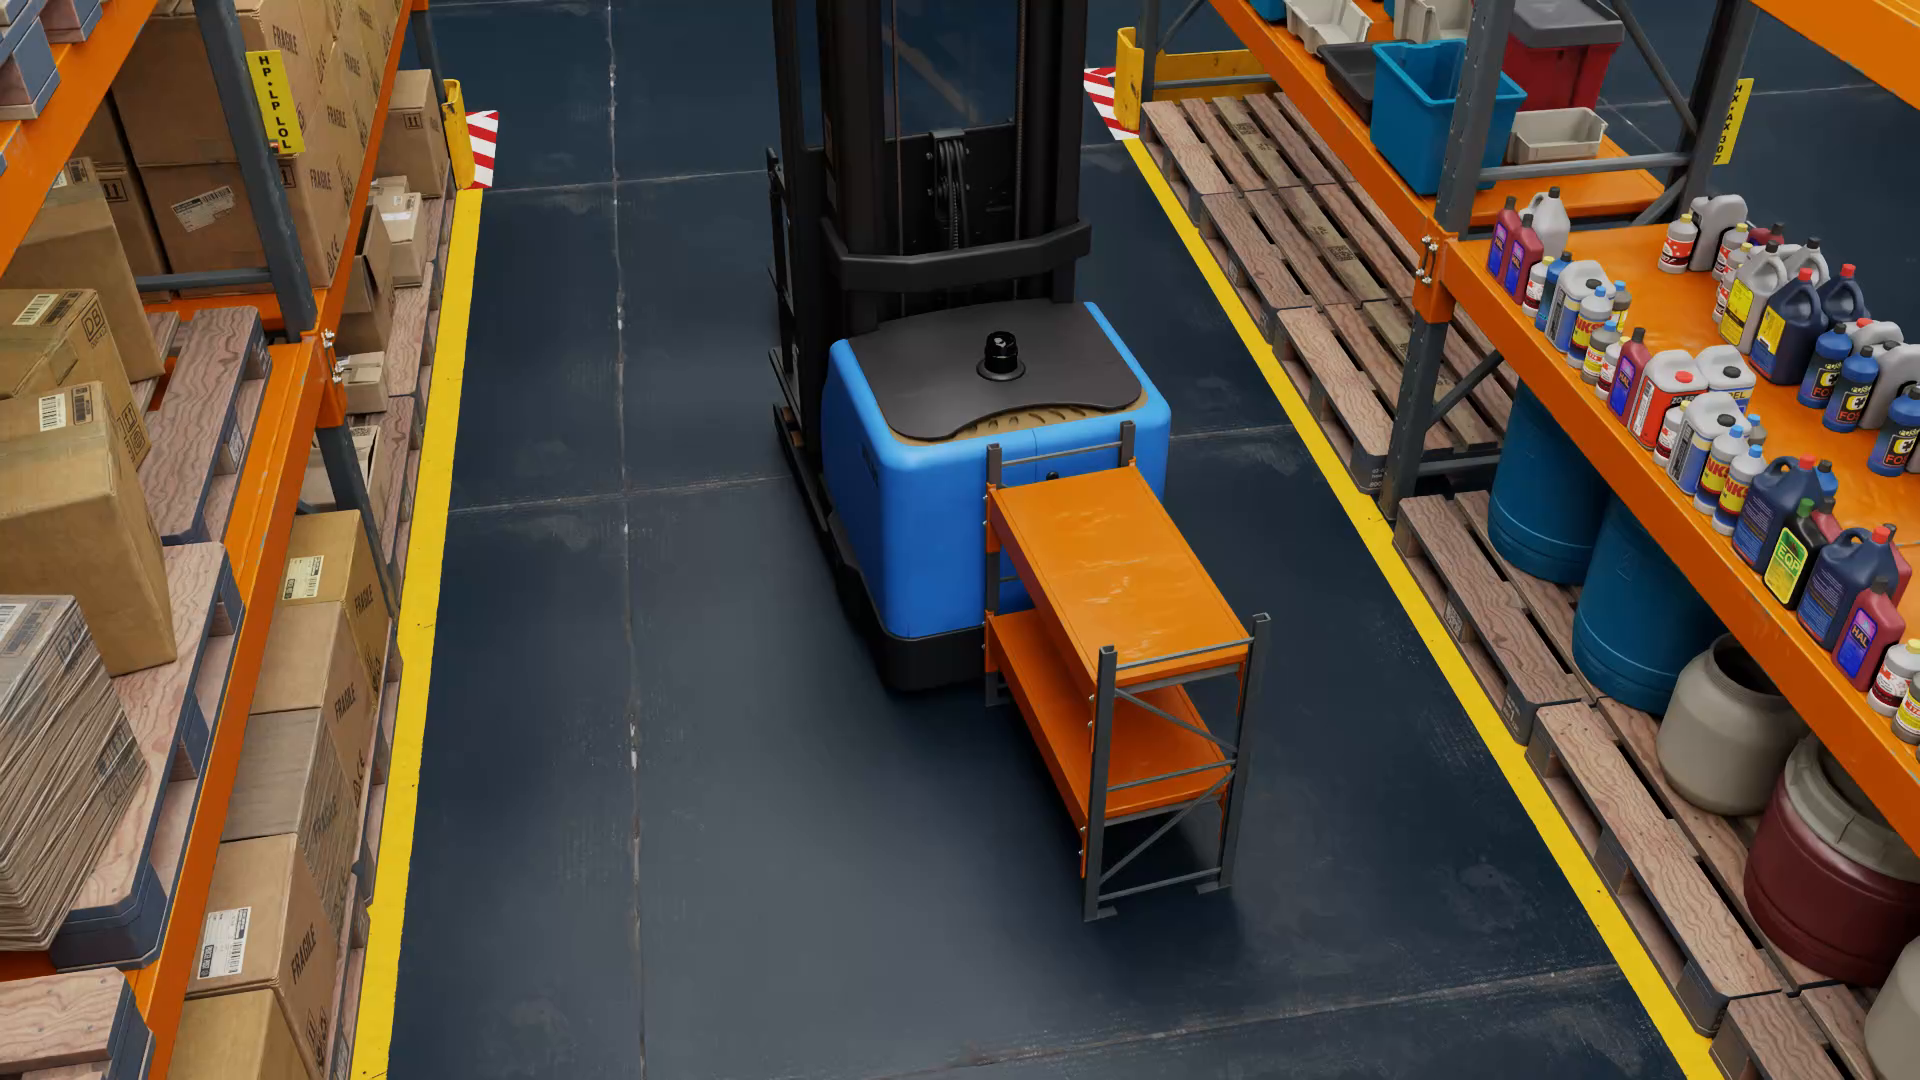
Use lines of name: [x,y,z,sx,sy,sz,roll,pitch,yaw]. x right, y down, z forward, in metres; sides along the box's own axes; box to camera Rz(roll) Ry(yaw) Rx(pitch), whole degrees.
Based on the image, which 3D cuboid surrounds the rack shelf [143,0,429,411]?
rack shelf: [-2.985,-1.739,7.130,1.077,0.370,4.000,-6,38,-8]

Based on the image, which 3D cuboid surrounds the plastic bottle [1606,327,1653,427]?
plastic bottle: [2.043,-0.496,5.039,0.061,0.283,0.133,-6,38,-8]

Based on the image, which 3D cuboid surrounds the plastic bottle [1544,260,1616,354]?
plastic bottle: [2.013,-0.755,5.378,0.152,0.276,0.135,-6,38,-8]

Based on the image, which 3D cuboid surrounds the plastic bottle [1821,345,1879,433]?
plastic bottle: [2.687,-0.461,5.003,0.097,0.271,0.097,0,38,0]

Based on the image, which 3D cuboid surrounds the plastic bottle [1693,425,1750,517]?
plastic bottle: [2.145,-0.202,4.670,0.097,0.271,0.097,0,38,0]

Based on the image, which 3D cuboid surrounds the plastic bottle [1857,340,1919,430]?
plastic bottle: [2.806,-0.487,5.033,0.152,0.276,0.135,-6,38,-8]

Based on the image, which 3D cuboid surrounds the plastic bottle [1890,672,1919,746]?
plastic bottle: [2.308,0.386,3.970,0.097,0.201,0.097,0,38,0]

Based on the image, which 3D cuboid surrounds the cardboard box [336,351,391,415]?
cardboard box: [-2.657,-0.668,7.116,0.380,0.166,0.250,-6,38,-8]

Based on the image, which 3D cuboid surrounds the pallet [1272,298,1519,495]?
pallet: [2.076,-0.685,7.459,1.003,0.211,1.213,-6,38,-8]

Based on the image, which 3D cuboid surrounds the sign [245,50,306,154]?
sign: [-2.089,-1.334,5.079,0.100,0.325,0.005,-6,38,-8]

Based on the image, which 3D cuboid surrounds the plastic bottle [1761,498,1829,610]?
plastic bottle: [2.197,0.035,4.355,0.061,0.283,0.133,-6,38,-8]

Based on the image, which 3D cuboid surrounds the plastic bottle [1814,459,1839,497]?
plastic bottle: [2.321,-0.100,4.539,0.097,0.271,0.097,0,38,0]

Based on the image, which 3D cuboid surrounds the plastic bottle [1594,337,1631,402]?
plastic bottle: [2.041,-0.535,5.156,0.097,0.201,0.097,0,38,0]

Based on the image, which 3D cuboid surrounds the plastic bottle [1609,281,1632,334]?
plastic bottle: [2.133,-0.750,5.433,0.097,0.201,0.097,0,38,0]

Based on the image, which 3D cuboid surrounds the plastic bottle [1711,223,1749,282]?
plastic bottle: [2.677,-0.997,5.750,0.097,0.201,0.097,0,38,0]

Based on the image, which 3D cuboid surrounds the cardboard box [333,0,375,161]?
cardboard box: [-2.634,-1.803,6.545,0.500,0.500,0.500,-6,38,-8]

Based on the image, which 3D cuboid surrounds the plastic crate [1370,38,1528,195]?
plastic crate: [1.825,-1.609,6.340,0.392,0.384,0.575,-6,38,-8]

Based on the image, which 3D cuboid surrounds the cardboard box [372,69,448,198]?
cardboard box: [-2.998,-2.116,8.708,0.500,0.500,0.500,-6,38,-8]

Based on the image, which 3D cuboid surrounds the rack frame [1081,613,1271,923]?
rack frame: [0.623,0.701,4.931,0.500,1.125,0.032,-11,39,-13]

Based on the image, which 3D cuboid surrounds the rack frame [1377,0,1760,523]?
rack frame: [2.243,-1.346,6.037,1.000,3.000,0.127,-6,38,-8]

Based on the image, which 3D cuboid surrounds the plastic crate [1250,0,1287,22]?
plastic crate: [1.544,-2.558,7.686,0.416,0.233,0.300,-6,38,-8]

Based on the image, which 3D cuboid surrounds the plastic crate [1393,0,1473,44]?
plastic crate: [2.156,-2.265,7.268,0.437,0.282,0.530,-6,38,-8]

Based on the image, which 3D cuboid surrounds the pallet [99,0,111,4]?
pallet: [-2.589,-1.524,3.975,1.213,0.211,1.003,-6,38,-8]

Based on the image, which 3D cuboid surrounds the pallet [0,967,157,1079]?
pallet: [-2.121,1.275,2.821,1.213,0.211,1.003,-6,38,-8]

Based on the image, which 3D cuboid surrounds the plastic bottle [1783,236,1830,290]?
plastic bottle: [2.726,-0.806,5.383,0.144,0.351,0.185,-6,38,-8]

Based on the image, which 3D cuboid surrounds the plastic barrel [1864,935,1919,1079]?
plastic barrel: [2.655,1.262,4.367,0.421,0.512,0.421,0,38,0]

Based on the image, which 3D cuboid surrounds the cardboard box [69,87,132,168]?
cardboard box: [-2.978,-1.527,5.374,0.500,0.500,0.500,-6,38,-8]

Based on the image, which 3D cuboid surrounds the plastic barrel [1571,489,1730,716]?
plastic barrel: [2.446,0.075,5.576,0.600,0.901,0.708,-6,38,-8]

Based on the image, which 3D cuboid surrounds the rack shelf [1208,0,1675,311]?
rack shelf: [1.892,-2.270,7.813,1.077,0.370,4.000,-6,38,-8]

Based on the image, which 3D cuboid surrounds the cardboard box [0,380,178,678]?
cardboard box: [-2.264,0.040,3.830,0.700,0.500,0.500,-16,41,-19]

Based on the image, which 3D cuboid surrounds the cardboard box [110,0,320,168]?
cardboard box: [-2.440,-1.565,5.422,0.500,0.500,0.500,-5,38,-7]

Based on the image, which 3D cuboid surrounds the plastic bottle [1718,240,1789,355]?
plastic bottle: [2.584,-0.791,5.363,0.144,0.351,0.185,-6,38,-8]

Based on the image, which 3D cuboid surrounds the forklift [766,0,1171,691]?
forklift: [-0.181,-1.527,6.327,1.130,2.935,3.031,-10,39,-13]

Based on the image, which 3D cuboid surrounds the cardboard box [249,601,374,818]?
cardboard box: [-2.187,0.565,5.257,0.500,0.500,0.500,-6,38,-8]

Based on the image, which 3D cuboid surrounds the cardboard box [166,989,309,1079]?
cardboard box: [-1.912,1.489,4.067,0.500,0.500,0.500,-7,38,-9]

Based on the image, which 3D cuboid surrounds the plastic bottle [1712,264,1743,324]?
plastic bottle: [2.575,-0.819,5.521,0.097,0.201,0.097,0,38,0]

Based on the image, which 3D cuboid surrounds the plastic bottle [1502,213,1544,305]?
plastic bottle: [1.910,-0.952,5.625,0.061,0.283,0.133,-6,38,-8]

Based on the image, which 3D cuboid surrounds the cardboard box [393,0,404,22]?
cardboard box: [-2.895,-2.717,7.720,0.500,0.500,0.500,-6,38,-8]

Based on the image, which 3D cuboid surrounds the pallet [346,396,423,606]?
pallet: [-2.754,-0.129,6.744,1.003,0.211,1.213,-6,38,-8]

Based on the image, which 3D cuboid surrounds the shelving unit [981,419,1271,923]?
shelving unit: [0.476,0.402,5.315,0.538,1.125,1.048,-11,39,-13]

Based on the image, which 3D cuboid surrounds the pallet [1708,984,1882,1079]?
pallet: [2.765,1.700,4.390,1.003,0.211,1.213,-6,38,-8]
